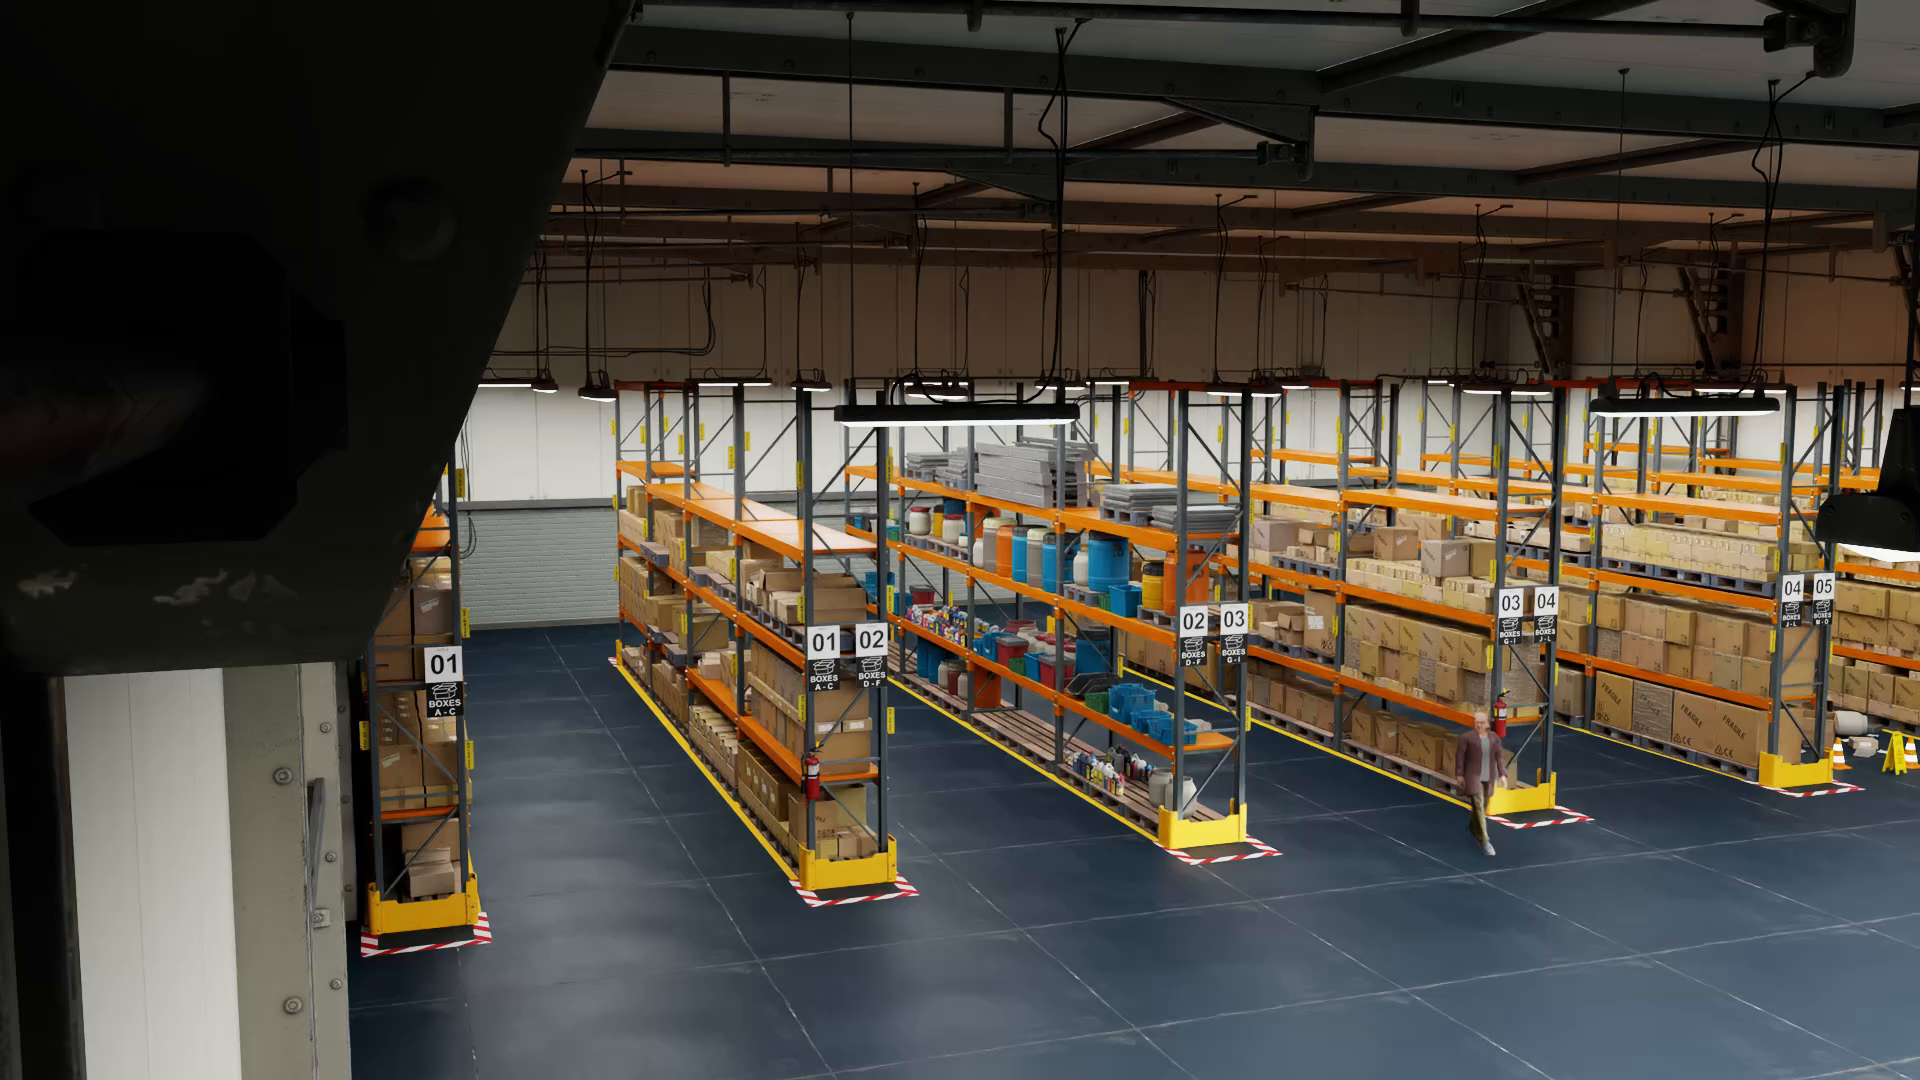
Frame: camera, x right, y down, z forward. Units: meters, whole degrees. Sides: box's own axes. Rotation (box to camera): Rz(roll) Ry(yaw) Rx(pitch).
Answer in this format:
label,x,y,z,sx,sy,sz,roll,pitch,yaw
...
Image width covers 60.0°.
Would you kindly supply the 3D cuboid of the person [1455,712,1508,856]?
label,x,y,z,sx,sy,sz,roll,pitch,yaw
person,6.862,3.150,21.790,0.591,1.780,0.886,-1,6,-11
